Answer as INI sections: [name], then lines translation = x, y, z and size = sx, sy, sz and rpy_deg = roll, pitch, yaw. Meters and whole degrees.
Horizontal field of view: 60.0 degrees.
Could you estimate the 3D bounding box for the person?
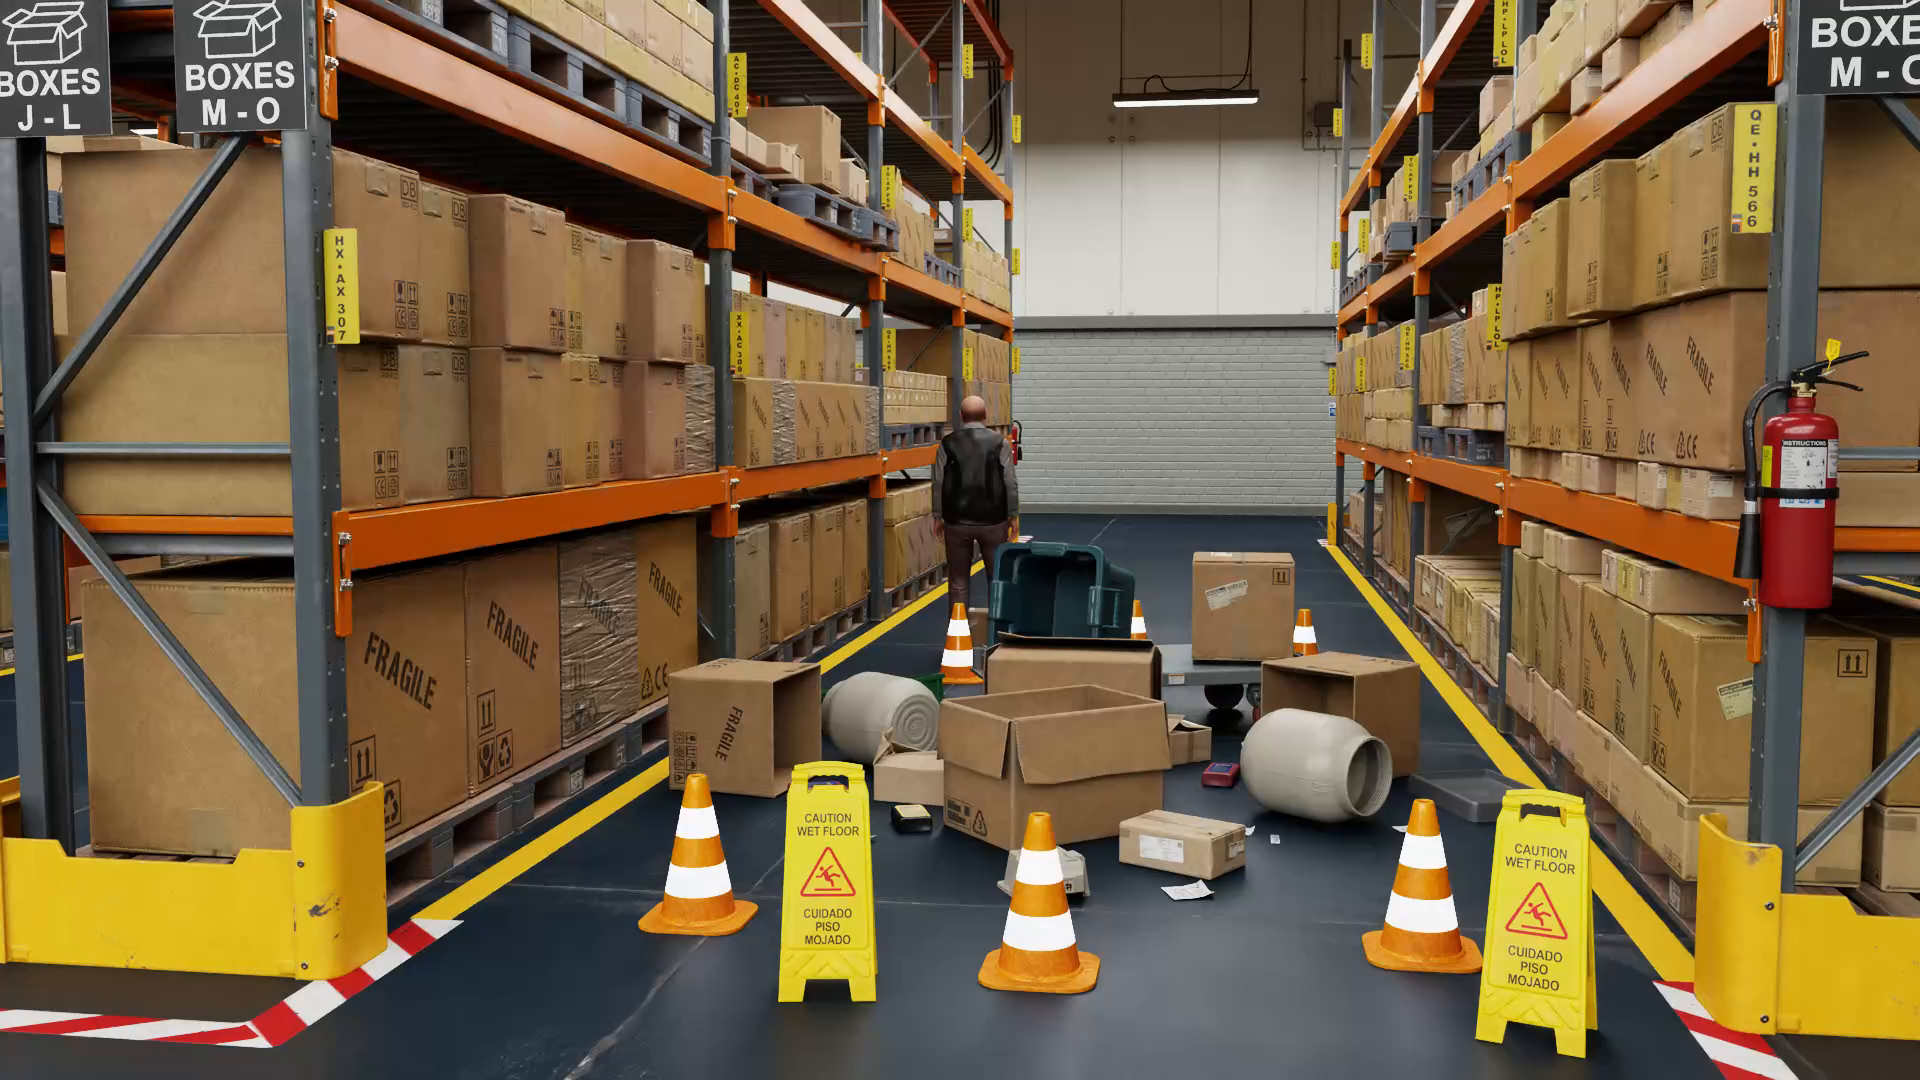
[person]
translation = 0.099, -0.133, 11.125
size = 0.587, 1.665, 0.407
rpy_deg = 0, 4, 6
